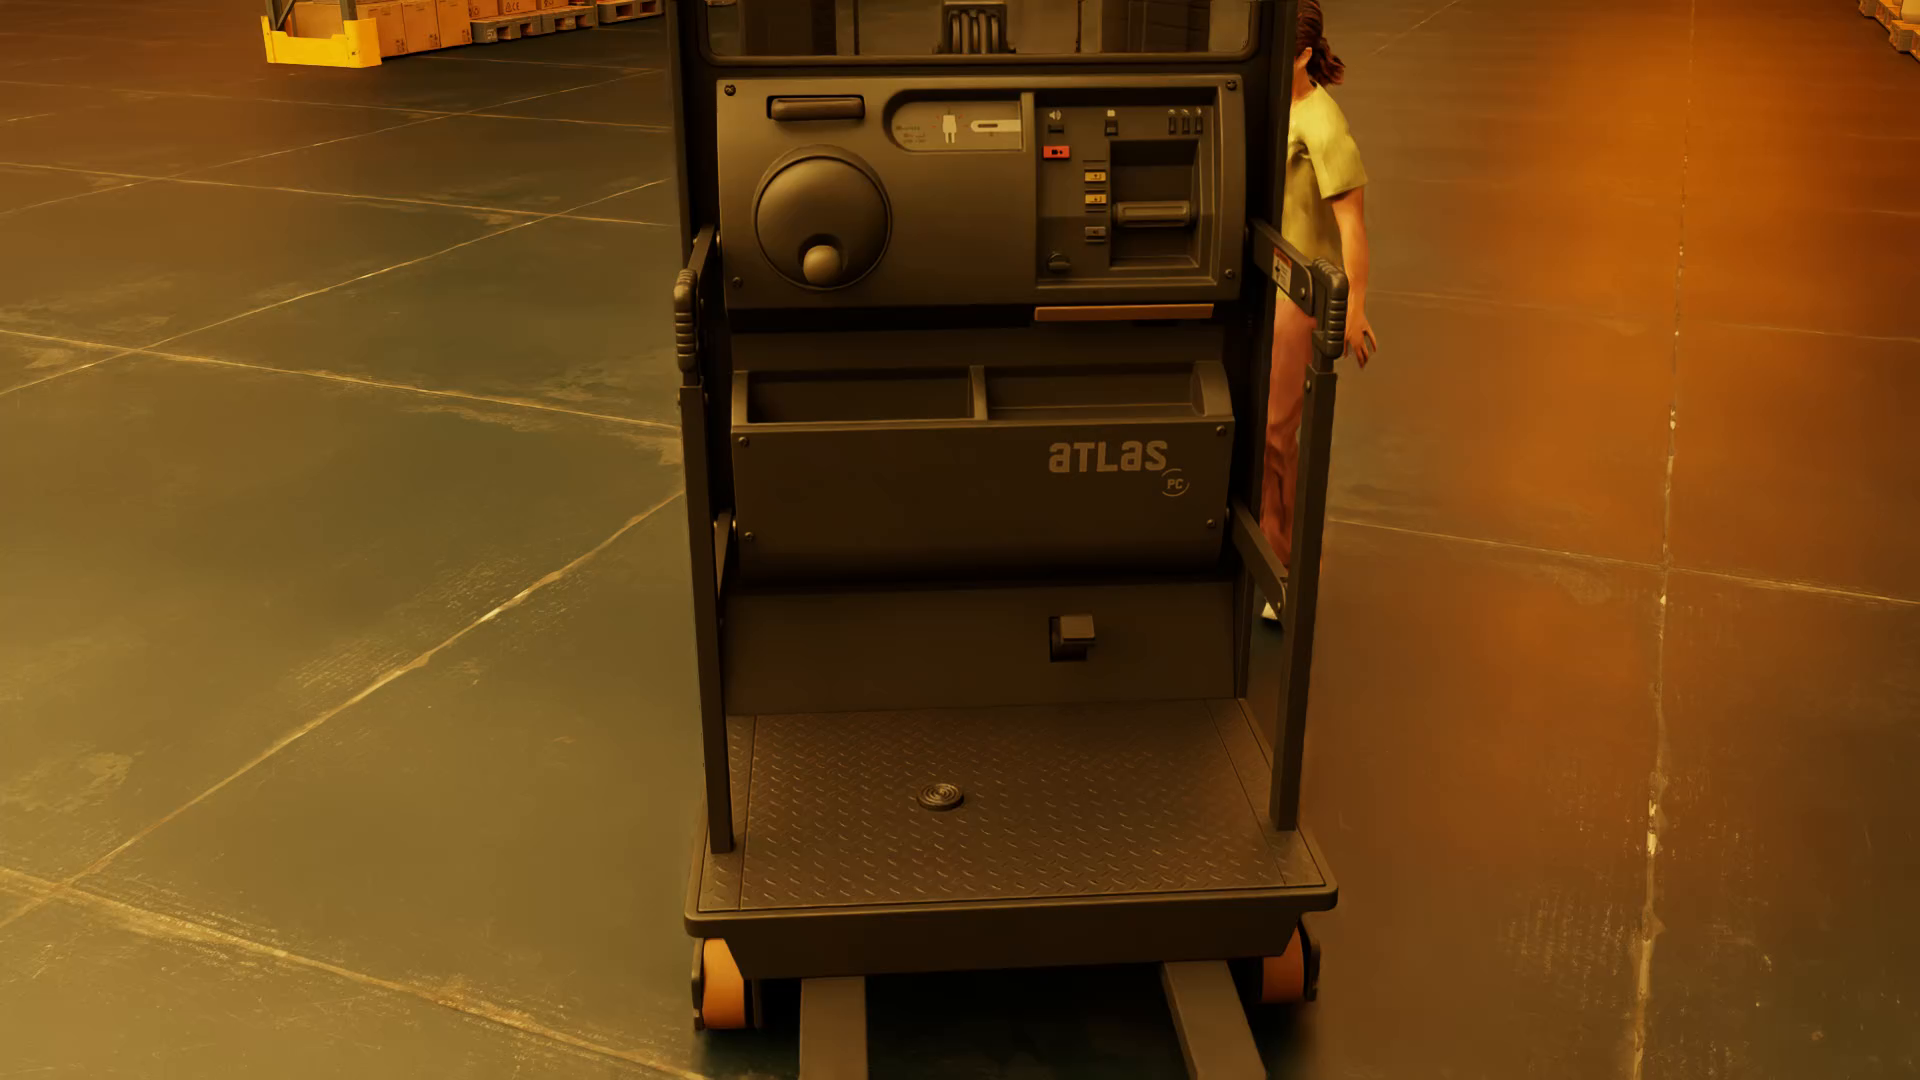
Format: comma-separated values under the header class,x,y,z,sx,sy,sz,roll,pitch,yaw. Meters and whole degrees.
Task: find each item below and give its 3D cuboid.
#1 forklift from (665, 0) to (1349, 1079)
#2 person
class,x,y,z,sx,sy,sz,roll,pitch,yaw
forklift,0.059,-0.605,2.740,1.130,2.935,3.031,-2,23,-4
person,0.919,-0.659,4.575,0.396,1.645,0.803,-4,23,-10
